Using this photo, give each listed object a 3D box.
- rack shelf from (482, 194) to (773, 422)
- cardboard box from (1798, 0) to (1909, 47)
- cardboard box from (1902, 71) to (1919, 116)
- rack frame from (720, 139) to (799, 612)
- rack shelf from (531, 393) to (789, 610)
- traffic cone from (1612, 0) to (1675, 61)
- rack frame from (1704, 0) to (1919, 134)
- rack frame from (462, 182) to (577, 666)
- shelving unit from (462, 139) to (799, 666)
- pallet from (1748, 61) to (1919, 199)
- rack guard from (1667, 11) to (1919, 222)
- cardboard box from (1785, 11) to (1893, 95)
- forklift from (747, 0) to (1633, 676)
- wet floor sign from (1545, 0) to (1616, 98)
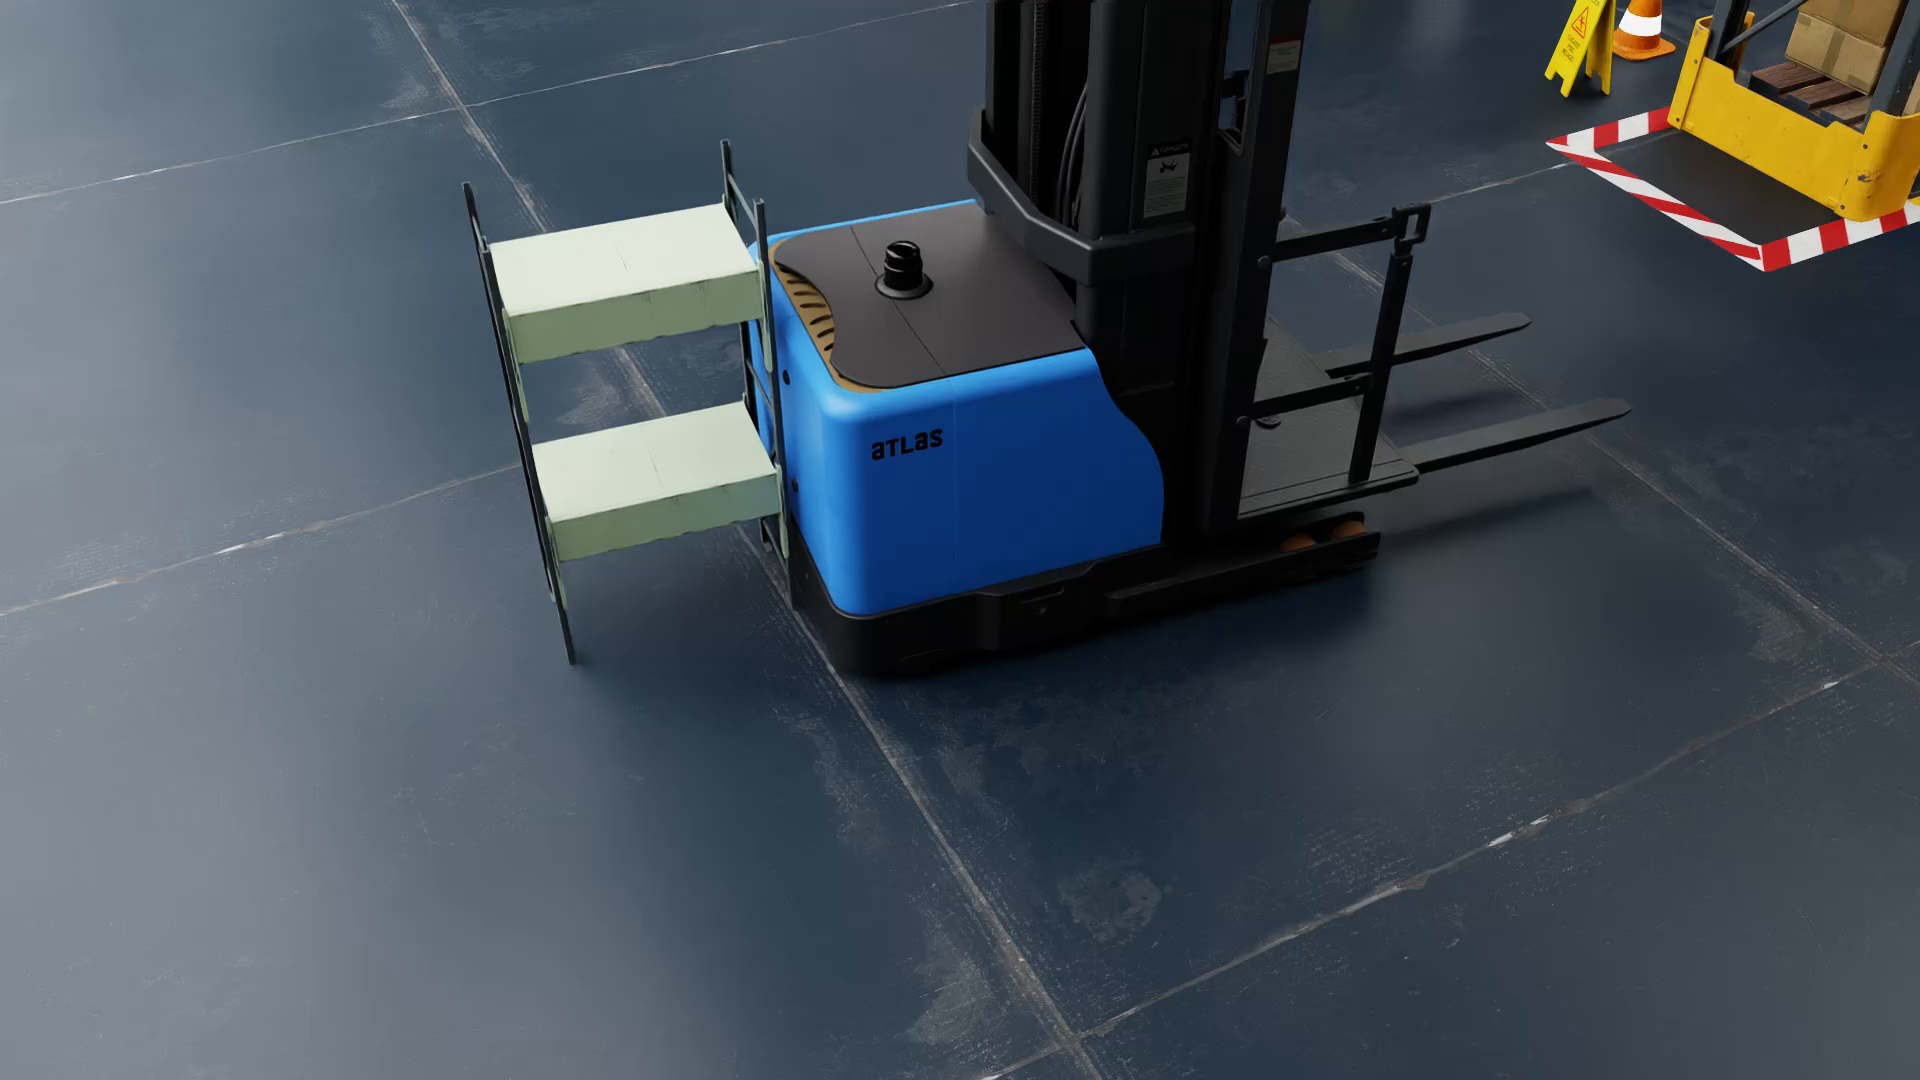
[{"bbox_3d":[-0.954,-0.676,4.783,0.720,0.370,0.431,-13,42,-15],"label":"rack shelf"},{"bbox_3d":[4.403,-2.699,7.840,0.500,0.500,0.500,-18,44,-20],"label":"cardboard box"},{"bbox_3d":[4.656,-2.107,7.720,0.500,0.250,0.500,-19,44,-21],"label":"cardboard box"},{"bbox_3d":[-0.611,-0.460,5.133,0.023,1.500,0.400,-13,42,-15],"label":"rack frame"},{"bbox_3d":[-0.954,-0.129,5.246,0.720,0.370,0.431,-13,42,-15],"label":"rack shelf"},{"bbox_3d":[3.598,-2.813,8.715,0.334,0.463,0.336,-19,44,-21],"label":"traffic cone"},{"bbox_3d":[3.813,-2.914,6.870,0.127,3.000,1.000,-19,44,-21],"label":"rack frame"},{"bbox_3d":[-1.297,-0.295,4.938,0.023,1.500,0.400,-13,42,-15],"label":"rack frame"},{"bbox_3d":[-0.954,-0.378,5.035,0.755,1.500,0.431,-13,42,-15],"label":"shelving unit"},{"bbox_3d":[4.617,-2.094,8.061,1.213,0.211,1.003,-19,44,-21],"label":"pallet"},{"bbox_3d":[3.880,-1.982,7.705,0.348,0.500,1.175,-19,44,-21],"label":"rack guard"},{"bbox_3d":[4.427,-2.427,8.099,0.500,0.250,0.500,-19,44,-21],"label":"cardboard box"},{"bbox_3d":[0.880,-1.282,4.996,3.031,2.935,1.130,-13,42,-15],"label":"forklift"},{"bbox_3d":[3.150,-2.572,8.288,0.232,0.644,0.267,-5,40,-6],"label":"wet floor sign"}]
